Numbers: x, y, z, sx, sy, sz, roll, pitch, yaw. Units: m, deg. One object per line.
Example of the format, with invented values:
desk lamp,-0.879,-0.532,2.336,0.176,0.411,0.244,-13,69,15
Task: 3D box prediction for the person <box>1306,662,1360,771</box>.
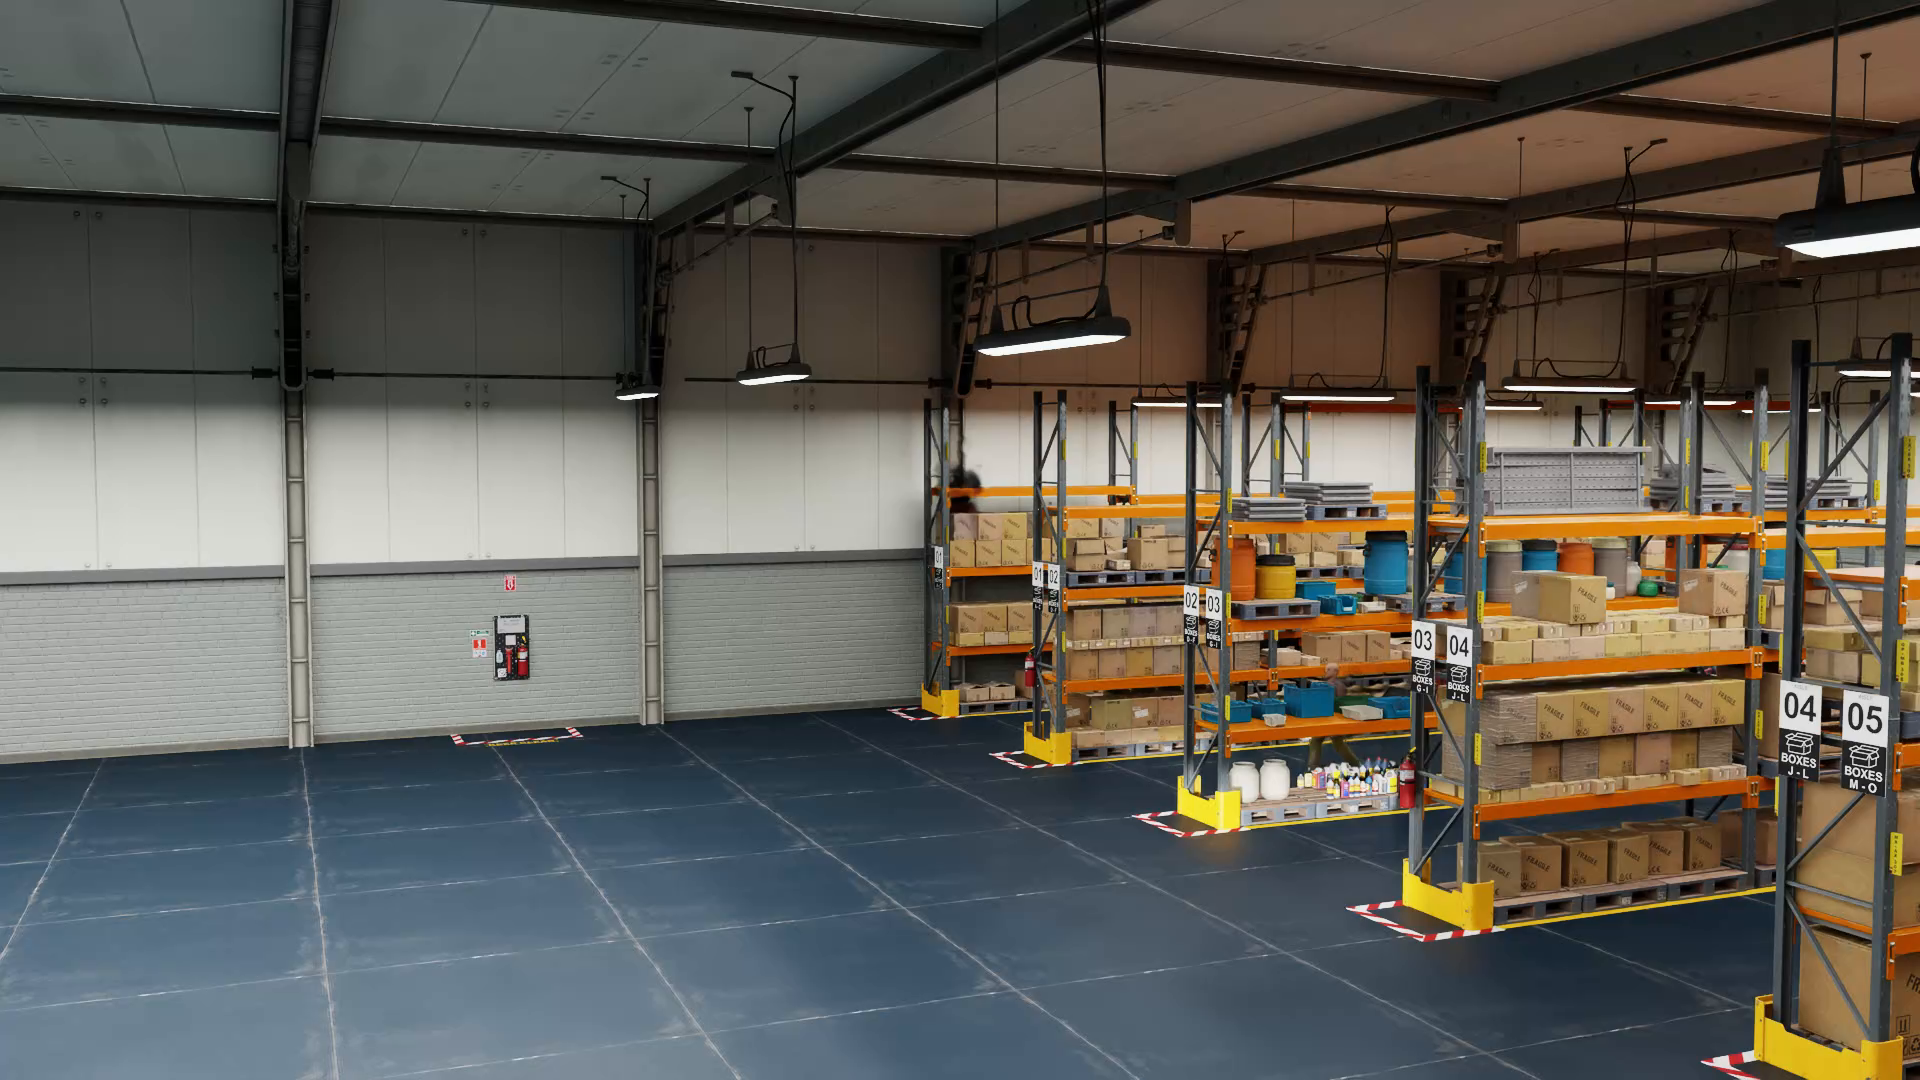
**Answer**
person,5.642,2.803,25.331,1.024,1.704,0.691,-1,4,-24
